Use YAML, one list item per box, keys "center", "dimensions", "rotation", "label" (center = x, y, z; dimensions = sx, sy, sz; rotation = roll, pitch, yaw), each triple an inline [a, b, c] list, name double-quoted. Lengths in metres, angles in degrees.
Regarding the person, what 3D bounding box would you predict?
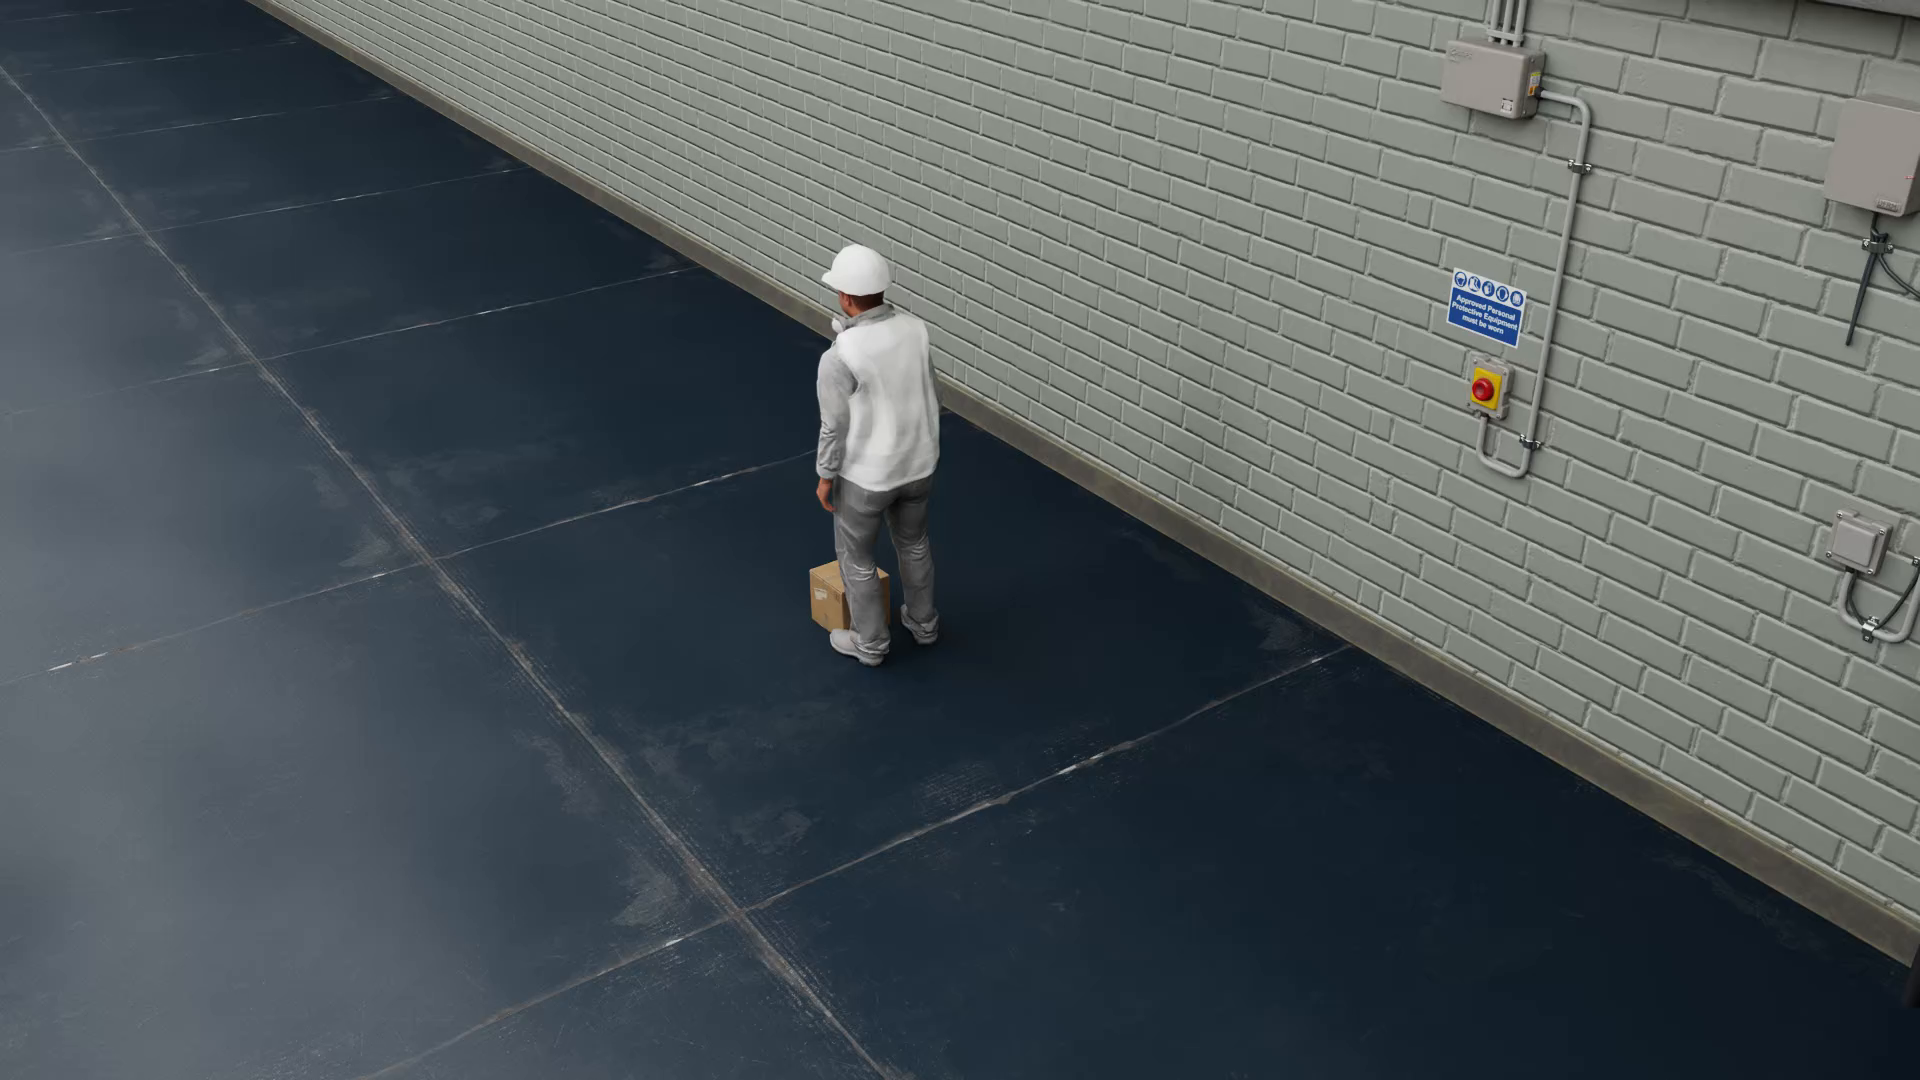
- center: [-0.326, -0.318, 6.686]
  dimensions: [0.594, 1.769, 0.462]
  rotation: [-21, 35, -33]
  label: "person"
